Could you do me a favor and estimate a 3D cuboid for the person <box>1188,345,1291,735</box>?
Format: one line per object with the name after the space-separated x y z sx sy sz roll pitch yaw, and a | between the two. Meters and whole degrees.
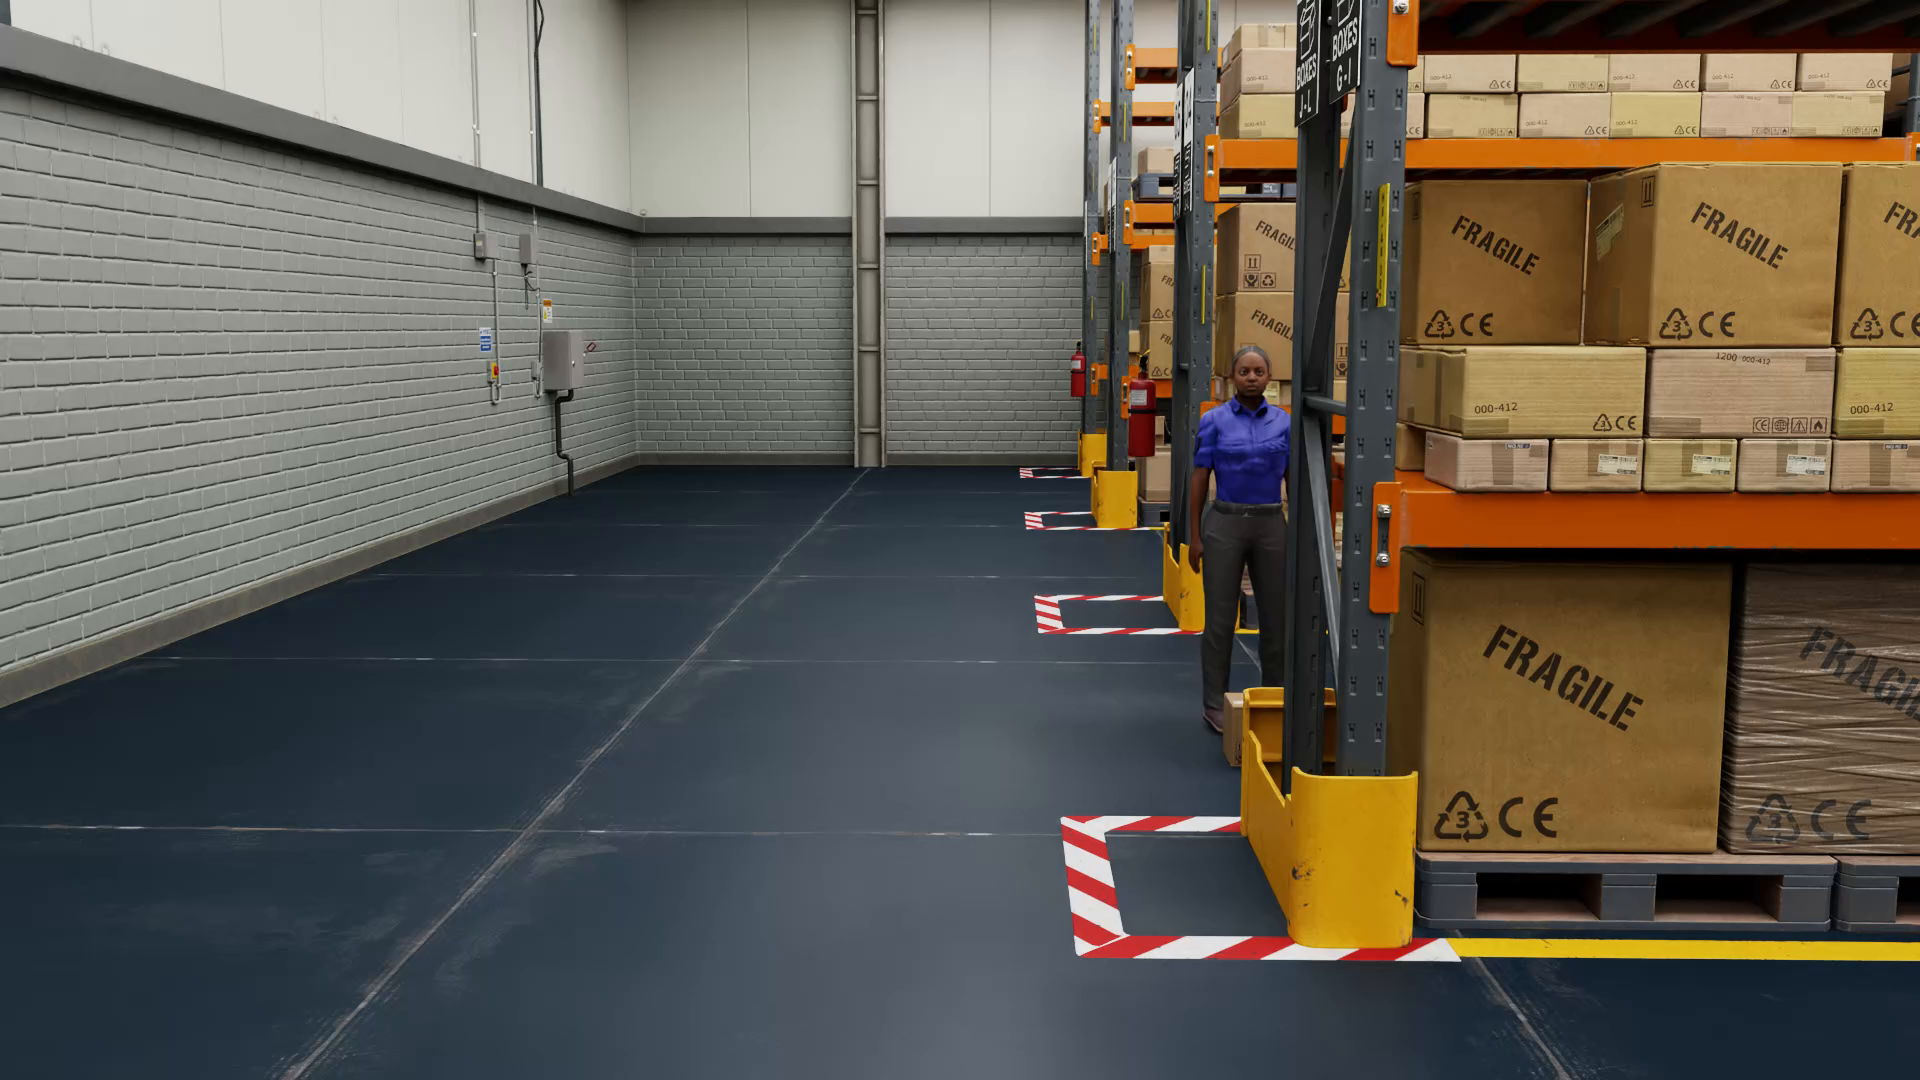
1.241 0.003 7.150 0.489 1.671 0.367 0 7 -4 | person
